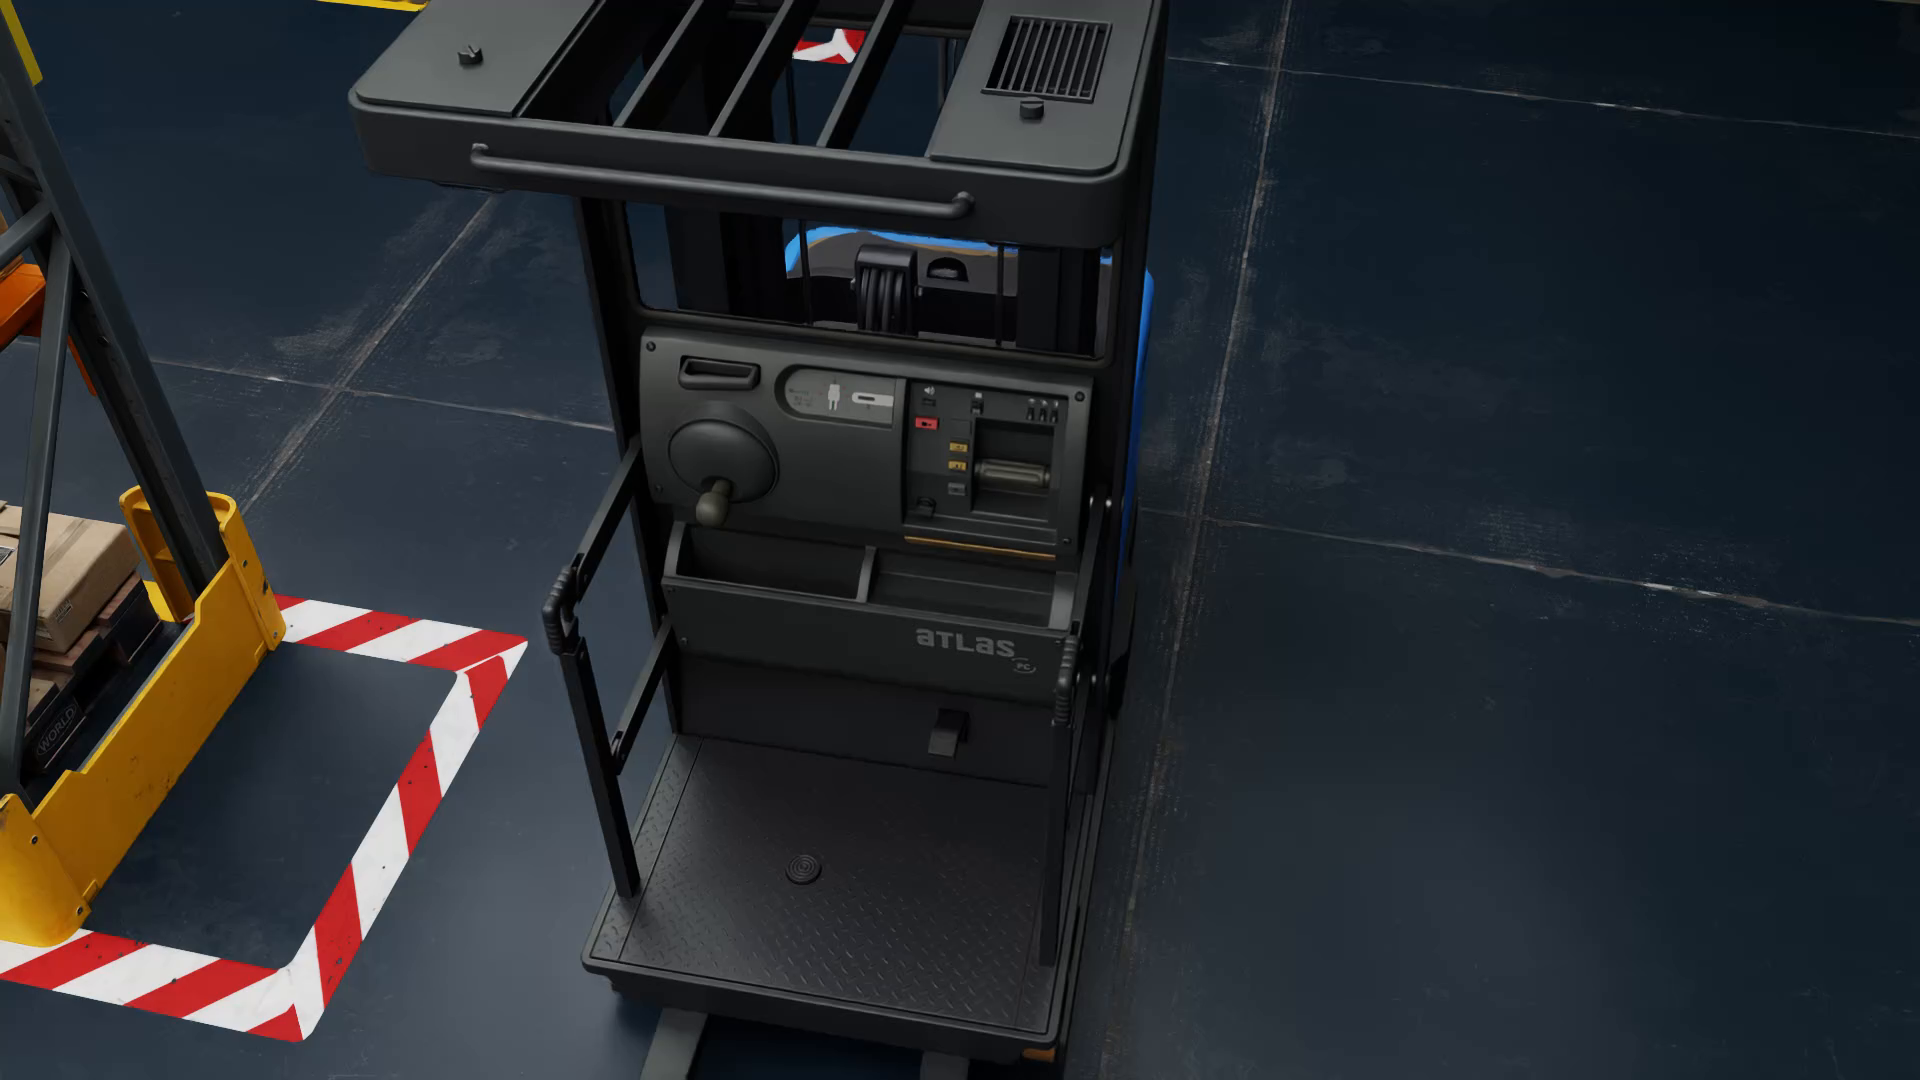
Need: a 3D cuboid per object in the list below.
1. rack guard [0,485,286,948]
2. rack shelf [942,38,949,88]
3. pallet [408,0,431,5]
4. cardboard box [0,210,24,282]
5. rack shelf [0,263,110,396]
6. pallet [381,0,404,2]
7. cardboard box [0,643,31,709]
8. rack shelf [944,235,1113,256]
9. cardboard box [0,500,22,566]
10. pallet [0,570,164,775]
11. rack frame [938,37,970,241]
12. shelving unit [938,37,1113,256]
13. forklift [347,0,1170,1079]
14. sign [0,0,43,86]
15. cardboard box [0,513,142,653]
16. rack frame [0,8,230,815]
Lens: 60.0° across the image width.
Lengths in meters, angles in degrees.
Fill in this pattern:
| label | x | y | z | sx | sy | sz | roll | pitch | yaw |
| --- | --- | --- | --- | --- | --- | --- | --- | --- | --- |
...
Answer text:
| label | x | y | z | sx | sy | sz | roll | pitch | yaw |
| --- | --- | --- | --- | --- | --- | --- | --- | --- | --- |
| rack guard | -2.295 | 0.433 | 4.440 | 0.348 | 0.500 | 1.175 | 9 | 45 | 9 |
| rack shelf | 0.228 | -1.478 | 4.282 | 0.480 | 0.518 | 0.431 | 7 | 44 | 8 |
| pallet | -1.940 | -2.873 | 8.082 | 1.213 | 0.211 | 1.003 | 9 | 45 | 9 |
| cardboard box | -2.596 | -0.738 | 3.781 | 0.500 | 0.500 | 0.500 | 10 | 45 | 10 |
| rack shelf | -4.172 | -0.500 | 4.125 | 4.000 | 0.370 | 1.077 | 9 | 45 | 9 |
| pallet | -3.127 | -3.059 | 8.276 | 1.213 | 0.211 | 1.003 | 9 | 45 | 9 |
| cardboard box | -2.805 | 0.370 | 4.188 | 0.500 | 0.500 | 0.500 | 9 | 45 | 9 |
| rack shelf | 0.228 | -0.974 | 4.767 | 0.480 | 0.518 | 0.431 | 7 | 44 | 8 |
| cardboard box | -2.798 | 0.072 | 4.738 | 0.250 | 0.166 | 0.380 | 9 | 45 | 9 |
| pallet | -3.073 | 0.417 | 4.665 | 1.213 | 0.211 | 1.003 | 9 | 45 | 9 |
| rack frame | -0.012 | -1.015 | 4.790 | 0.015 | 2.100 | 0.400 | 7 | 44 | 8 |
| shelving unit | 0.228 | -0.983 | 4.758 | 0.503 | 2.100 | 0.431 | 7 | 44 | 8 |
| forklift | -0.239 | -0.101 | 3.242 | 1.130 | 2.935 | 3.031 | 7 | 44 | 8 |
| sign | -2.102 | -1.135 | 3.642 | 0.005 | 0.325 | 0.100 | 9 | 45 | 9 |
| cardboard box | -2.554 | 0.116 | 4.705 | 0.250 | 0.149 | 0.380 | 9 | 45 | 9 |
| rack frame | -2.221 | -0.456 | 3.561 | 0.127 | 3.000 | 1.000 | 9 | 45 | 9 |
